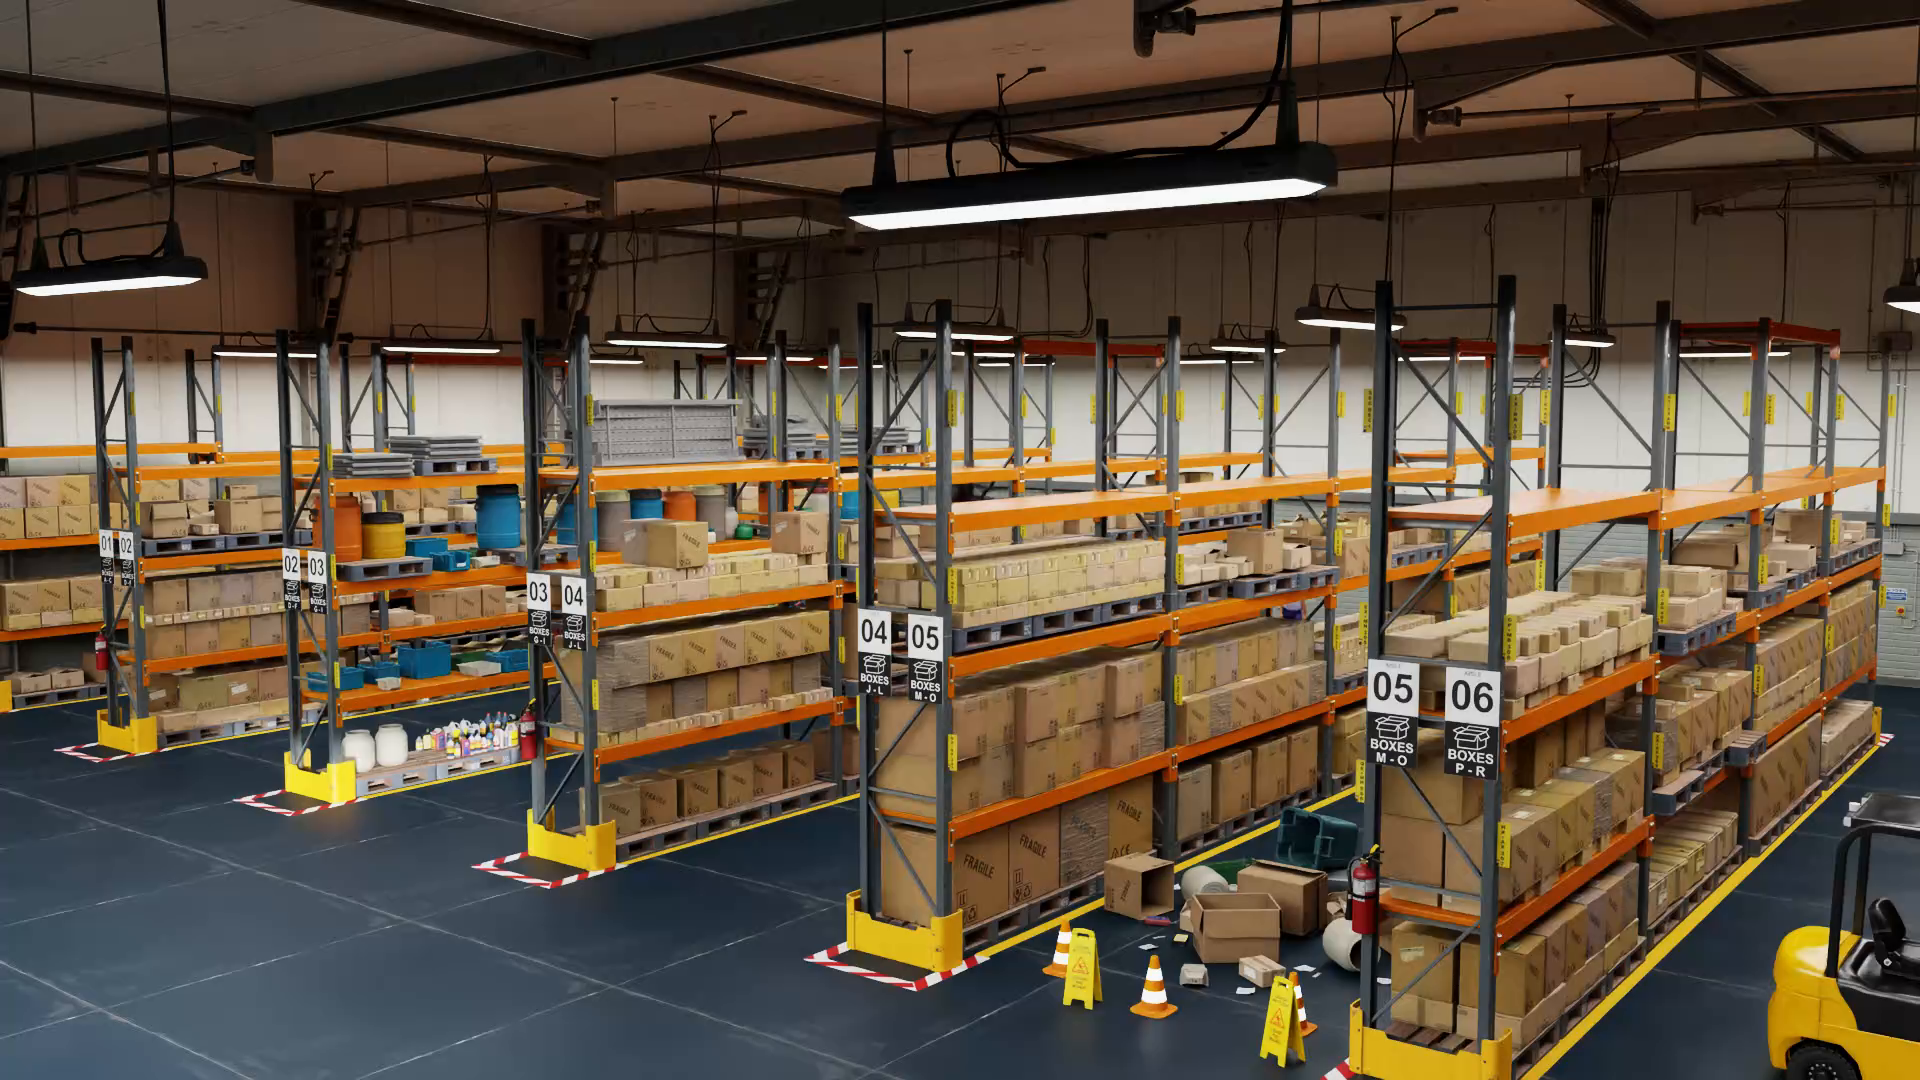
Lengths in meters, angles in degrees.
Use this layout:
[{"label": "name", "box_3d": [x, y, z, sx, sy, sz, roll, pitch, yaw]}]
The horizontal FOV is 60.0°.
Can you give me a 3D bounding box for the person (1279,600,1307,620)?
[{"label": "person", "box_3d": [6.618, 1.496, 33.006, 0.580, 1.591, 0.987, 0, 5, 5]}]
